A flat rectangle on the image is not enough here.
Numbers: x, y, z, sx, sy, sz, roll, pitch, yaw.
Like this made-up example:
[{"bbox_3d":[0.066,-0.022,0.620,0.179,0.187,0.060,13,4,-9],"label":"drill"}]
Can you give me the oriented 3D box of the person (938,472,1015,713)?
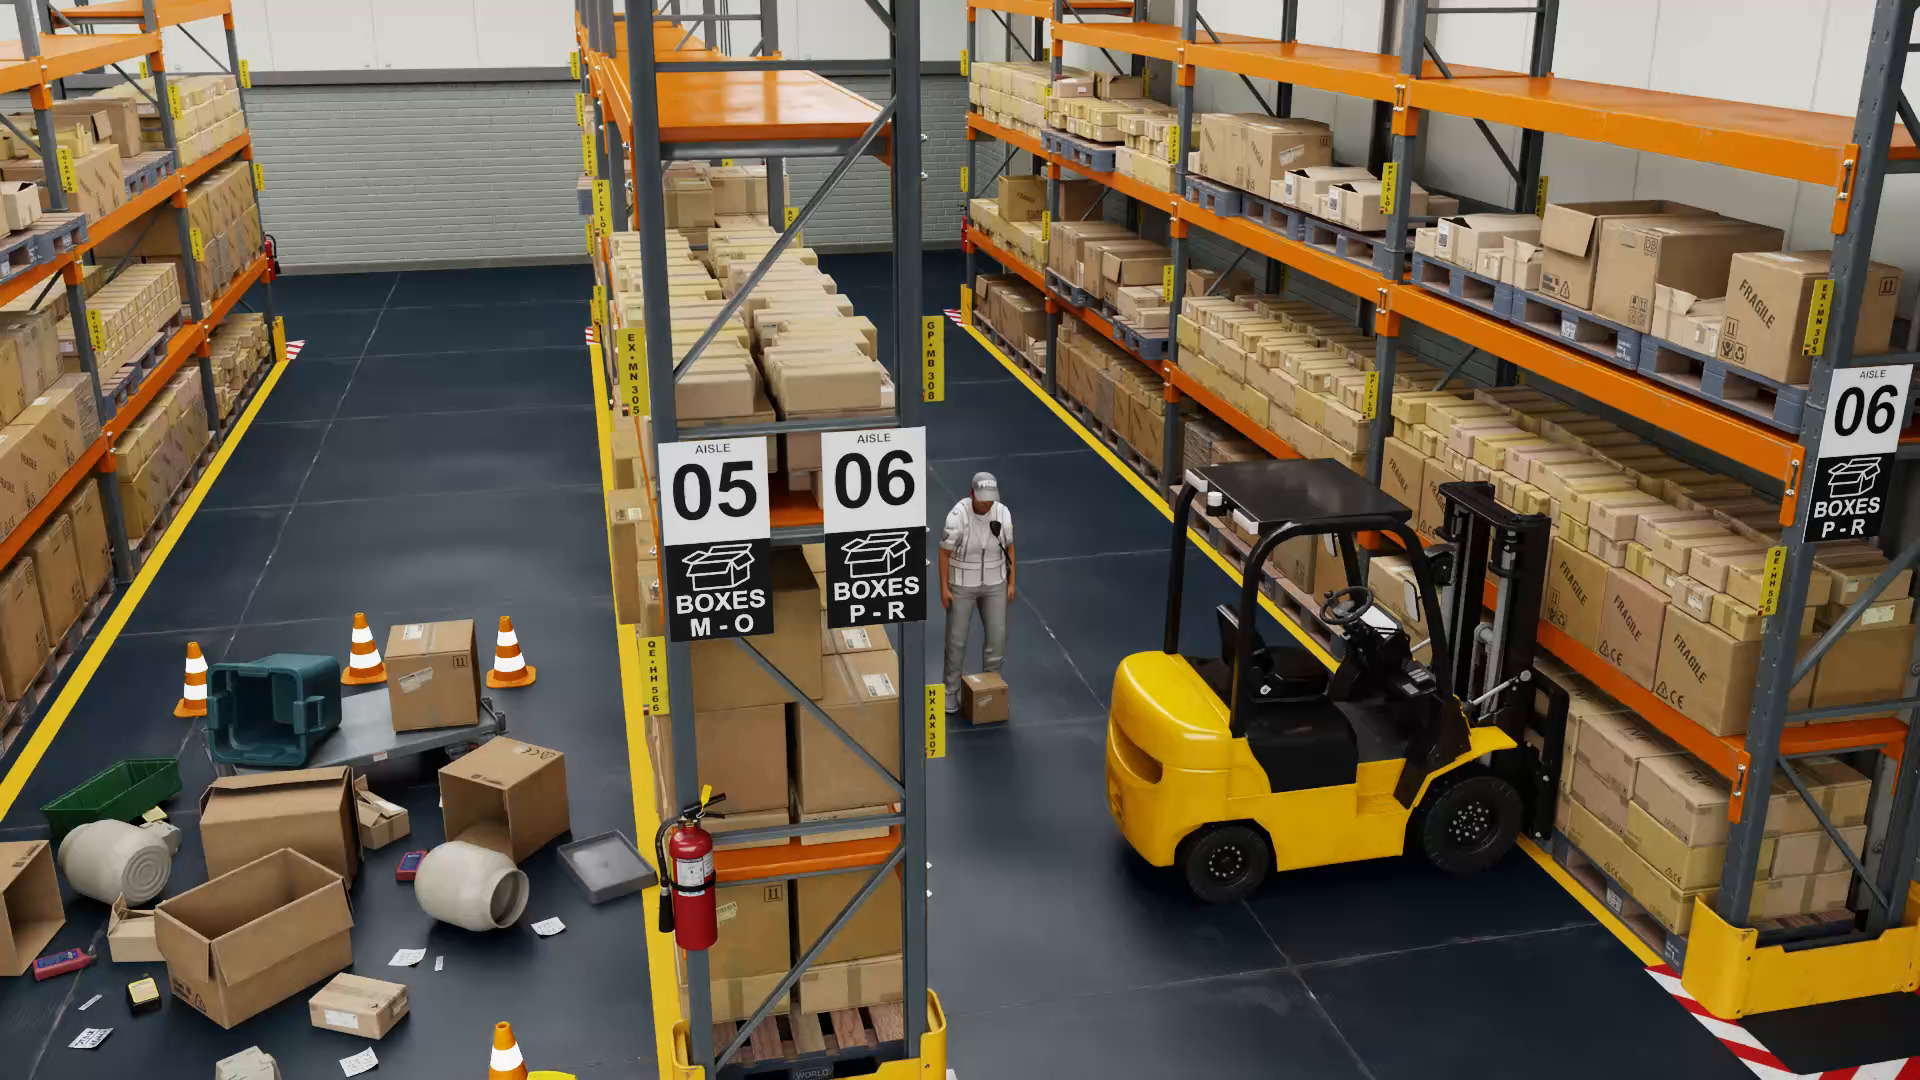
[{"bbox_3d":[0.115,0.327,11.151,0.547,1.666,0.471,-5,20,-13],"label":"person"}]
